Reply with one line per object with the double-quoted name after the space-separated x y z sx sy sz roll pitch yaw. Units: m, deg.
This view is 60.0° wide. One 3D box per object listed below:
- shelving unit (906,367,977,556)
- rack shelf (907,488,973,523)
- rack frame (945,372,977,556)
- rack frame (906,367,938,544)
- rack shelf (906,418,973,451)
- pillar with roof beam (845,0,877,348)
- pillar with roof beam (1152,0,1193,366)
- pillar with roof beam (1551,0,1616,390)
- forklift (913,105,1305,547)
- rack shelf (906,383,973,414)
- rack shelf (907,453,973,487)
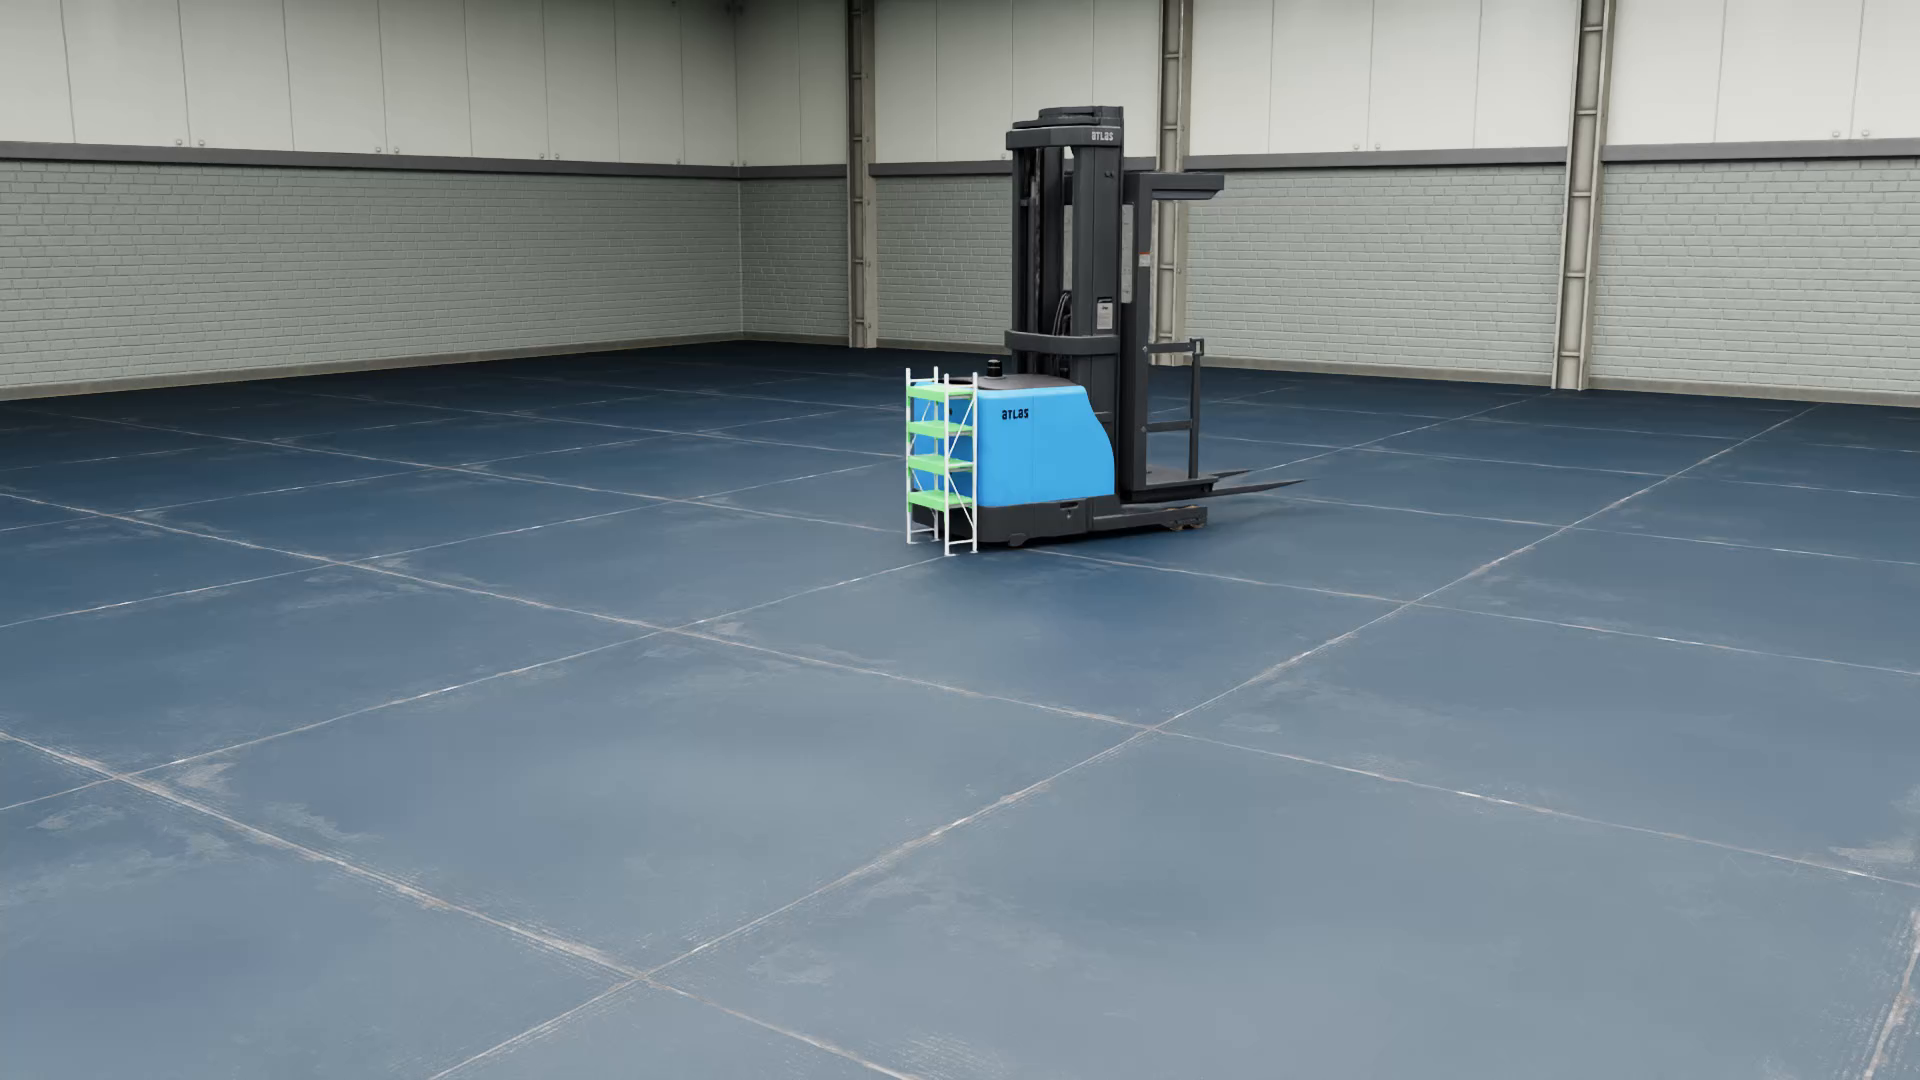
-0.125 -0.533 11.128 0.258 1.200 0.503 -7 13 -32 "shelving unit"
-0.125 -0.235 11.185 0.258 0.148 0.480 -7 13 -32 "rack shelf"
0.006 -0.494 10.926 0.240 1.200 0.015 -7 13 -32 "rack frame"
-0.256 -0.572 11.330 0.240 1.200 0.015 -7 13 -32 "rack frame"
-0.125 -0.706 11.094 0.258 0.148 0.480 -7 13 -32 "rack shelf"
-4.222 -7.097 24.524 0.400 9.000 9.100 8 13 36 "pillar with roof beam"
0.614 -6.423 21.037 0.400 9.000 9.100 8 13 36 "pillar with roof beam"
5.450 -5.748 17.550 0.400 9.000 9.100 8 13 36 "pillar with roof beam"
1.185 -1.580 11.978 3.031 2.935 1.130 -7 13 -31 "forklift"
-0.125 -0.942 11.049 0.258 0.148 0.480 -7 13 -32 "rack shelf"
-0.125 -0.471 11.140 0.258 0.148 0.480 -7 13 -32 "rack shelf"
